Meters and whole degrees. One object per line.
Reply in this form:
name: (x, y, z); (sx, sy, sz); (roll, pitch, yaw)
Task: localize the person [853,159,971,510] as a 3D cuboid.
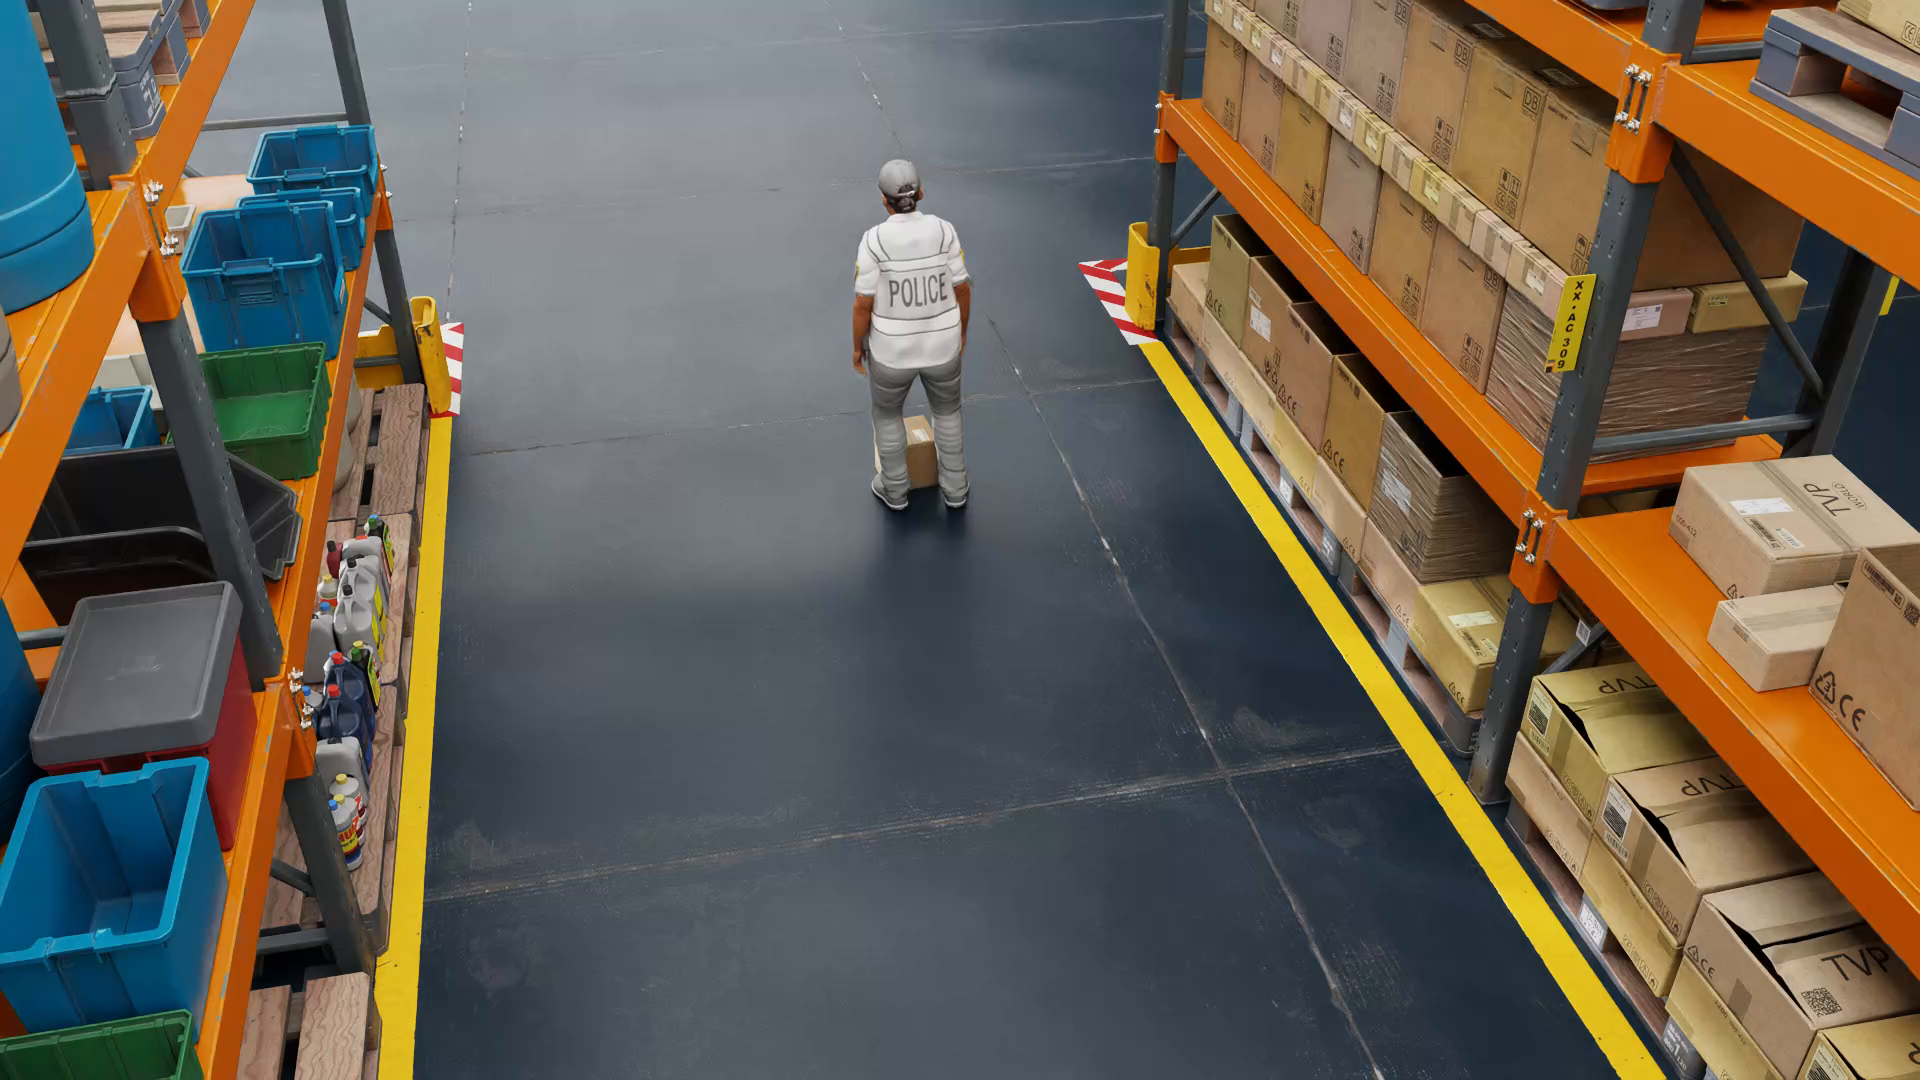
person: (-0.208, -0.877, 7.410); (0.557, 1.667, 0.468); (-9, 36, -13)
